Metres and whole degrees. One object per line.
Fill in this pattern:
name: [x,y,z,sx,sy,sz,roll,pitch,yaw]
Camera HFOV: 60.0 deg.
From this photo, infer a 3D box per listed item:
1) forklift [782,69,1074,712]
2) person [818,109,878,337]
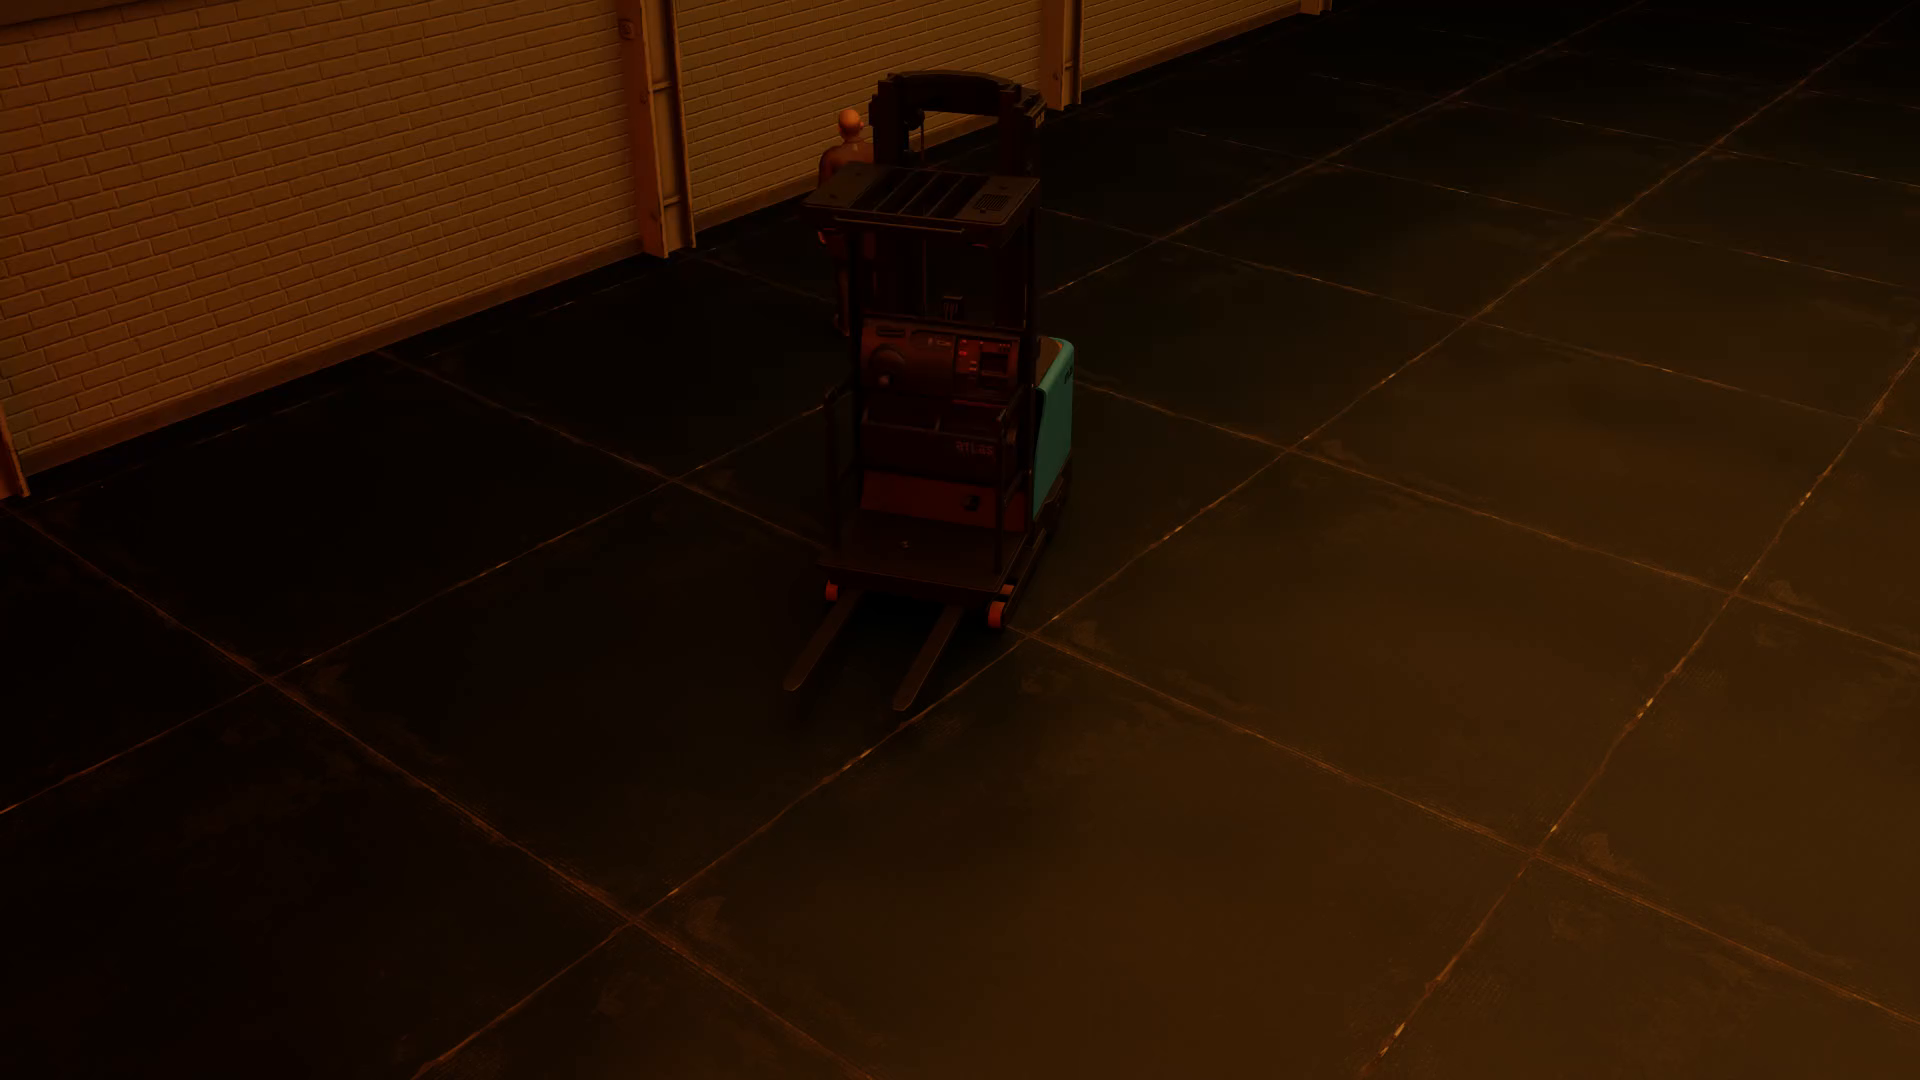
forklift: [-0.176,-0.972,9.258,1.130,2.935,3.031,9,31,14]
person: [-0.804,-2.461,12.954,0.648,1.774,0.420,-6,31,-11]
